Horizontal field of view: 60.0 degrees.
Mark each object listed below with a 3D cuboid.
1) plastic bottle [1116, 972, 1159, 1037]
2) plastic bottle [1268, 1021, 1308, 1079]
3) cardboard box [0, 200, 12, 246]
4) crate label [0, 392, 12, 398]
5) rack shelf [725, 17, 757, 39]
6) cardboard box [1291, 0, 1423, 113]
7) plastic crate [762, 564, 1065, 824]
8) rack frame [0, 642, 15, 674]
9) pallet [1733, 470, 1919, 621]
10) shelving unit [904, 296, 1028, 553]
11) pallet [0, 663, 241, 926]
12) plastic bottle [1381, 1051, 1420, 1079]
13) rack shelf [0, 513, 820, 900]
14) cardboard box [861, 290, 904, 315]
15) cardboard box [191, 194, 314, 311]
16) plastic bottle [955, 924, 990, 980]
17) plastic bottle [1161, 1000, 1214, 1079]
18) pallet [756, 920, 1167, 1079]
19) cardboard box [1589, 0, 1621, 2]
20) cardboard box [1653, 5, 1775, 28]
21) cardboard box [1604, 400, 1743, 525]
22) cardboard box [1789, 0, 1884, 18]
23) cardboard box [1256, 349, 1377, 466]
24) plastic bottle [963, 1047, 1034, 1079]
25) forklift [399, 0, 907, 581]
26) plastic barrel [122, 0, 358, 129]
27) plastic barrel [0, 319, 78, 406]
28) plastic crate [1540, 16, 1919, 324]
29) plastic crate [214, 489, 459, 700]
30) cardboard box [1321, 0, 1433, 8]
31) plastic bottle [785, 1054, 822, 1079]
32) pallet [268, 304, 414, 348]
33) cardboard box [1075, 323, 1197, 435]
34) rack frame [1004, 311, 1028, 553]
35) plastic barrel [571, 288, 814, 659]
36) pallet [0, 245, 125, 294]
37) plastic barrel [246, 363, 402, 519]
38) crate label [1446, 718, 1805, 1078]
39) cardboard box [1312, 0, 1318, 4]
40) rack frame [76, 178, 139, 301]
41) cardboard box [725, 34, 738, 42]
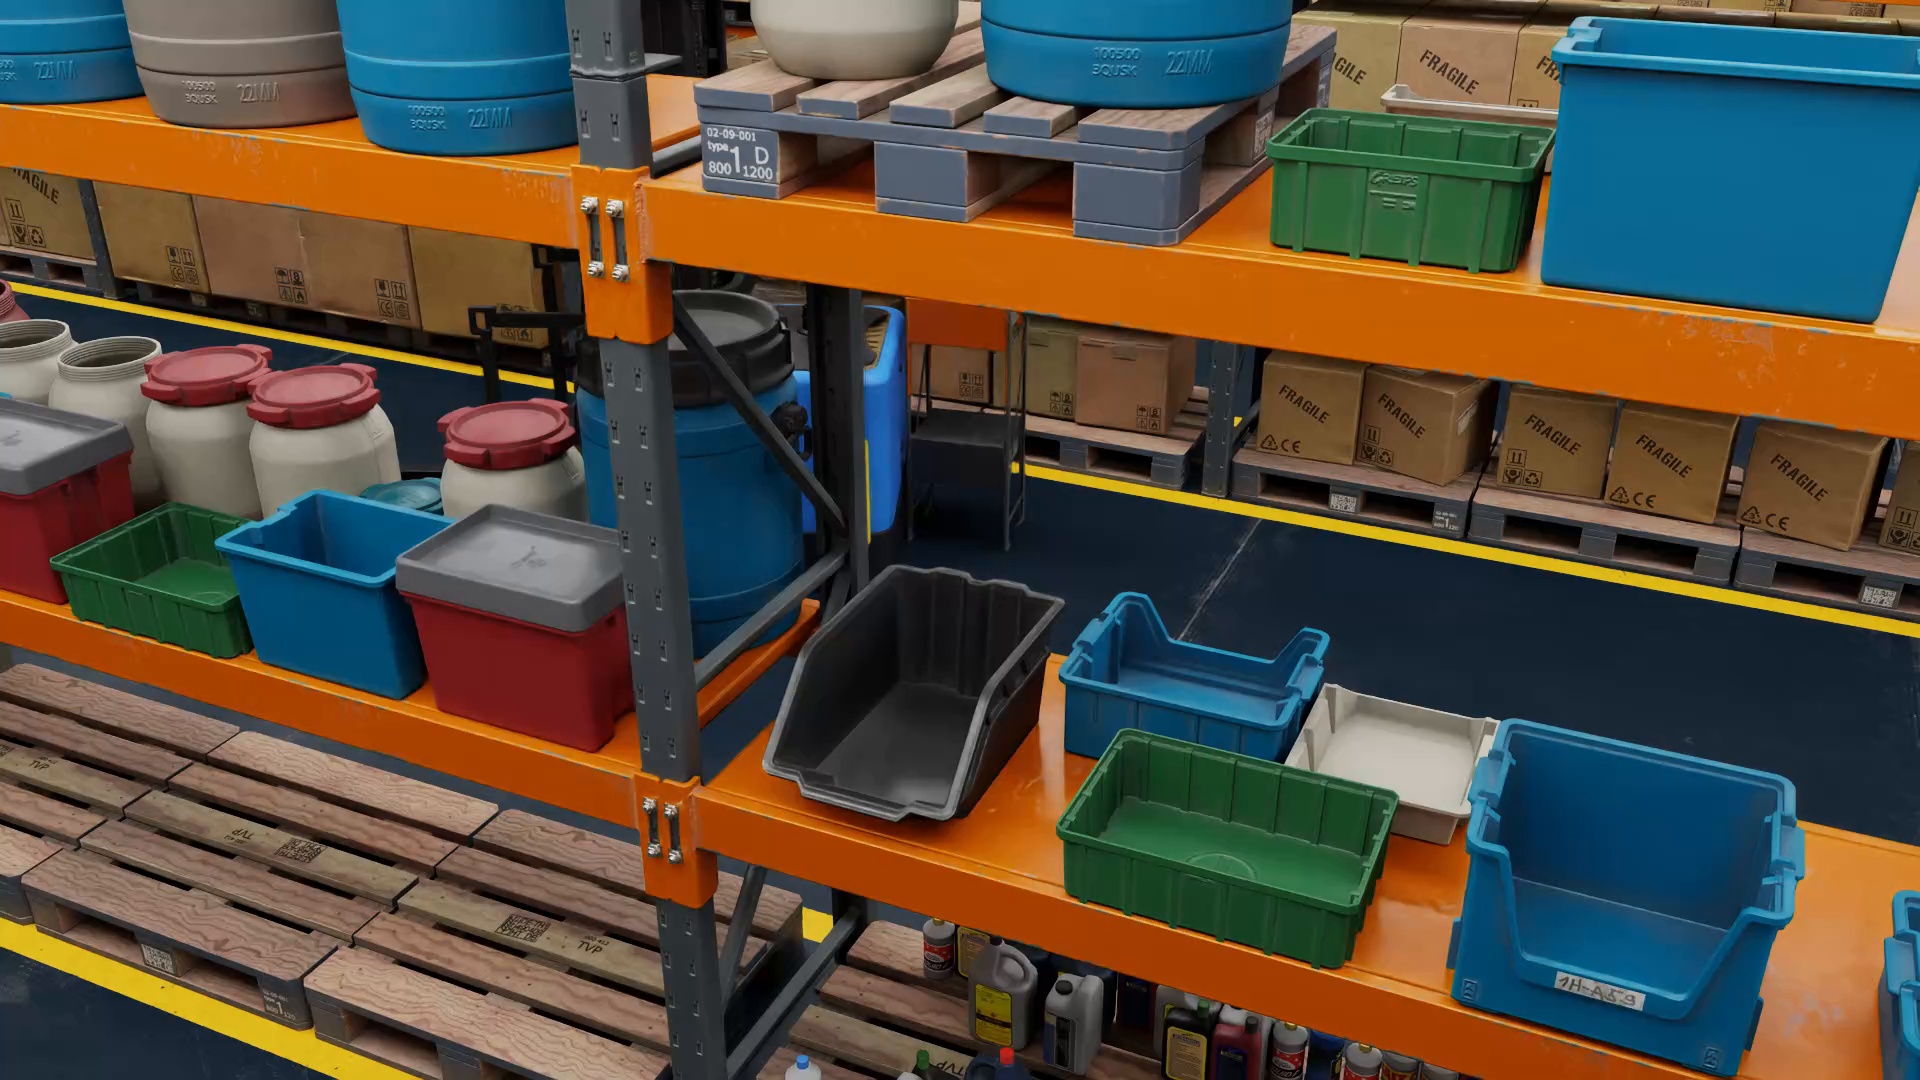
[{"bbox_3d":[0.523,1.295,4.802,0.133,0.283,0.061,13,29,25],"label":"plastic bottle"},{"bbox_3d":[0.917,1.419,4.641,0.097,0.201,0.097,0,26,0],"label":"plastic bottle"},{"bbox_3d":[-7.142,-2.784,12.438,0.875,0.875,0.875,11,28,22],"label":"cardboard box"},{"bbox_3d":[-3.372,-0.234,5.288,0.616,0.435,0.502,11,28,22],"label":"crate label"},{"bbox_3d":[-1.789,-4.518,14.846,4.000,0.370,1.077,11,28,22],"label":"rack shelf"},{"bbox_3d":[1.832,-2.211,7.762,0.500,0.500,0.500,11,28,22],"label":"cardboard box"},{"bbox_3d":[-0.099,0.398,4.116,0.504,0.338,0.767,11,28,22],"label":"plastic crate"},{"bbox_3d":[-4.164,-0.508,5.886,0.127,3.000,1.000,11,28,22],"label":"rack frame"},{"bbox_3d":[4.375,0.038,7.935,1.213,0.211,1.003,11,28,22],"label":"pallet"},{"bbox_3d":[0.034,-0.992,7.888,0.503,2.100,0.431,6,27,13],"label":"shelving unit"},{"bbox_3d":[-3.475,0.900,6.183,1.213,0.211,1.003,11,28,22],"label":"pallet"},{"bbox_3d":[1.194,1.444,4.513,0.097,0.271,0.097,0,26,0],"label":"plastic bottle"},{"bbox_3d":[-2.343,0.180,5.302,4.000,0.370,1.077,11,28,22],"label":"rack shelf"},{"bbox_3d":[-0.466,-1.264,9.753,0.500,0.500,0.700,14,29,26],"label":"cardboard box"},{"bbox_3d":[-4.350,-2.194,11.241,0.875,0.875,1.225,10,28,20],"label":"cardboard box"},{"bbox_3d":[0.052,1.200,4.994,0.133,0.283,0.061,13,29,24],"label":"plastic bottle"},{"bbox_3d":[0.632,1.387,4.615,0.133,0.283,0.061,11,28,22],"label":"plastic bottle"},{"bbox_3d":[0.071,1.614,4.733,1.213,0.211,1.003,11,28,22],"label":"pallet"},{"bbox_3d":[4.543,-4.161,11.913,0.550,0.550,0.875,11,28,22],"label":"cardboard box"},{"bbox_3d":[3.415,-2.148,7.635,0.500,0.500,0.500,11,28,22],"label":"cardboard box"},{"bbox_3d":[3.487,-0.442,8.107,0.500,0.500,0.500,14,30,27],"label":"cardboard box"},{"bbox_3d":[6.000,-3.868,11.319,0.550,0.550,0.875,11,28,22],"label":"cardboard box"},{"bbox_3d":[1.875,-0.746,8.724,0.500,0.500,0.500,10,28,20],"label":"cardboard box"},{"bbox_3d":[0.100,1.471,4.368,0.185,0.351,0.144,11,28,22],"label":"plastic bottle"},{"bbox_3d":[-1.791,-1.323,7.620,3.031,2.935,1.130,1,26,3],"label":"forklift"},{"bbox_3d":[-1.671,-1.473,3.882,0.600,0.901,0.600,0,26,0],"label":"plastic barrel"},{"bbox_3d":[-3.139,-0.456,5.654,0.421,0.512,0.421,0,26,0],"label":"plastic barrel"},{"bbox_3d":[1.258,-0.611,2.718,0.575,0.384,0.392,11,28,22],"label":"plastic crate"},{"bbox_3d":[-1.656,0.154,4.560,0.575,0.384,0.392,11,28,22],"label":"plastic crate"},{"bbox_3d":[2.051,-2.423,8.195,0.500,0.500,0.500,11,28,22],"label":"cardboard box"},{"bbox_3d":[-0.414,1.485,4.430,0.097,0.271,0.097,0,26,0],"label":"plastic bottle"},{"bbox_3d":[-3.907,-1.647,11.356,1.213,0.211,1.003,11,28,22],"label":"pallet"},{"bbox_3d":[0.977,-0.965,9.146,0.500,0.500,0.700,9,28,18],"label":"cardboard box"},{"bbox_3d":[0.271,-0.966,7.835,0.015,2.100,0.400,6,27,13],"label":"rack frame"},{"bbox_3d":[-0.749,-0.194,4.681,0.708,0.901,0.600,11,28,22],"label":"plastic barrel"},{"bbox_3d":[-6.415,-2.150,12.379,1.213,0.211,1.003,11,28,22],"label":"pallet"},{"bbox_3d":[-1.971,-0.235,5.177,0.433,0.535,0.433,0,26,0],"label":"plastic barrel"},{"bbox_3d":[1.331,0.711,3.370,0.616,0.435,0.502,11,28,22],"label":"crate label"},{"bbox_3d":[2.627,-3.869,12.600,0.500,0.500,0.500,11,28,21],"label":"cardboard box"},{"bbox_3d":[-5.755,-3.231,11.416,0.127,3.000,1.000,11,28,22],"label":"rack frame"},{"bbox_3d":[-1.606,-2.650,9.648,0.500,0.500,0.500,8,27,15],"label":"cardboard box"}]
